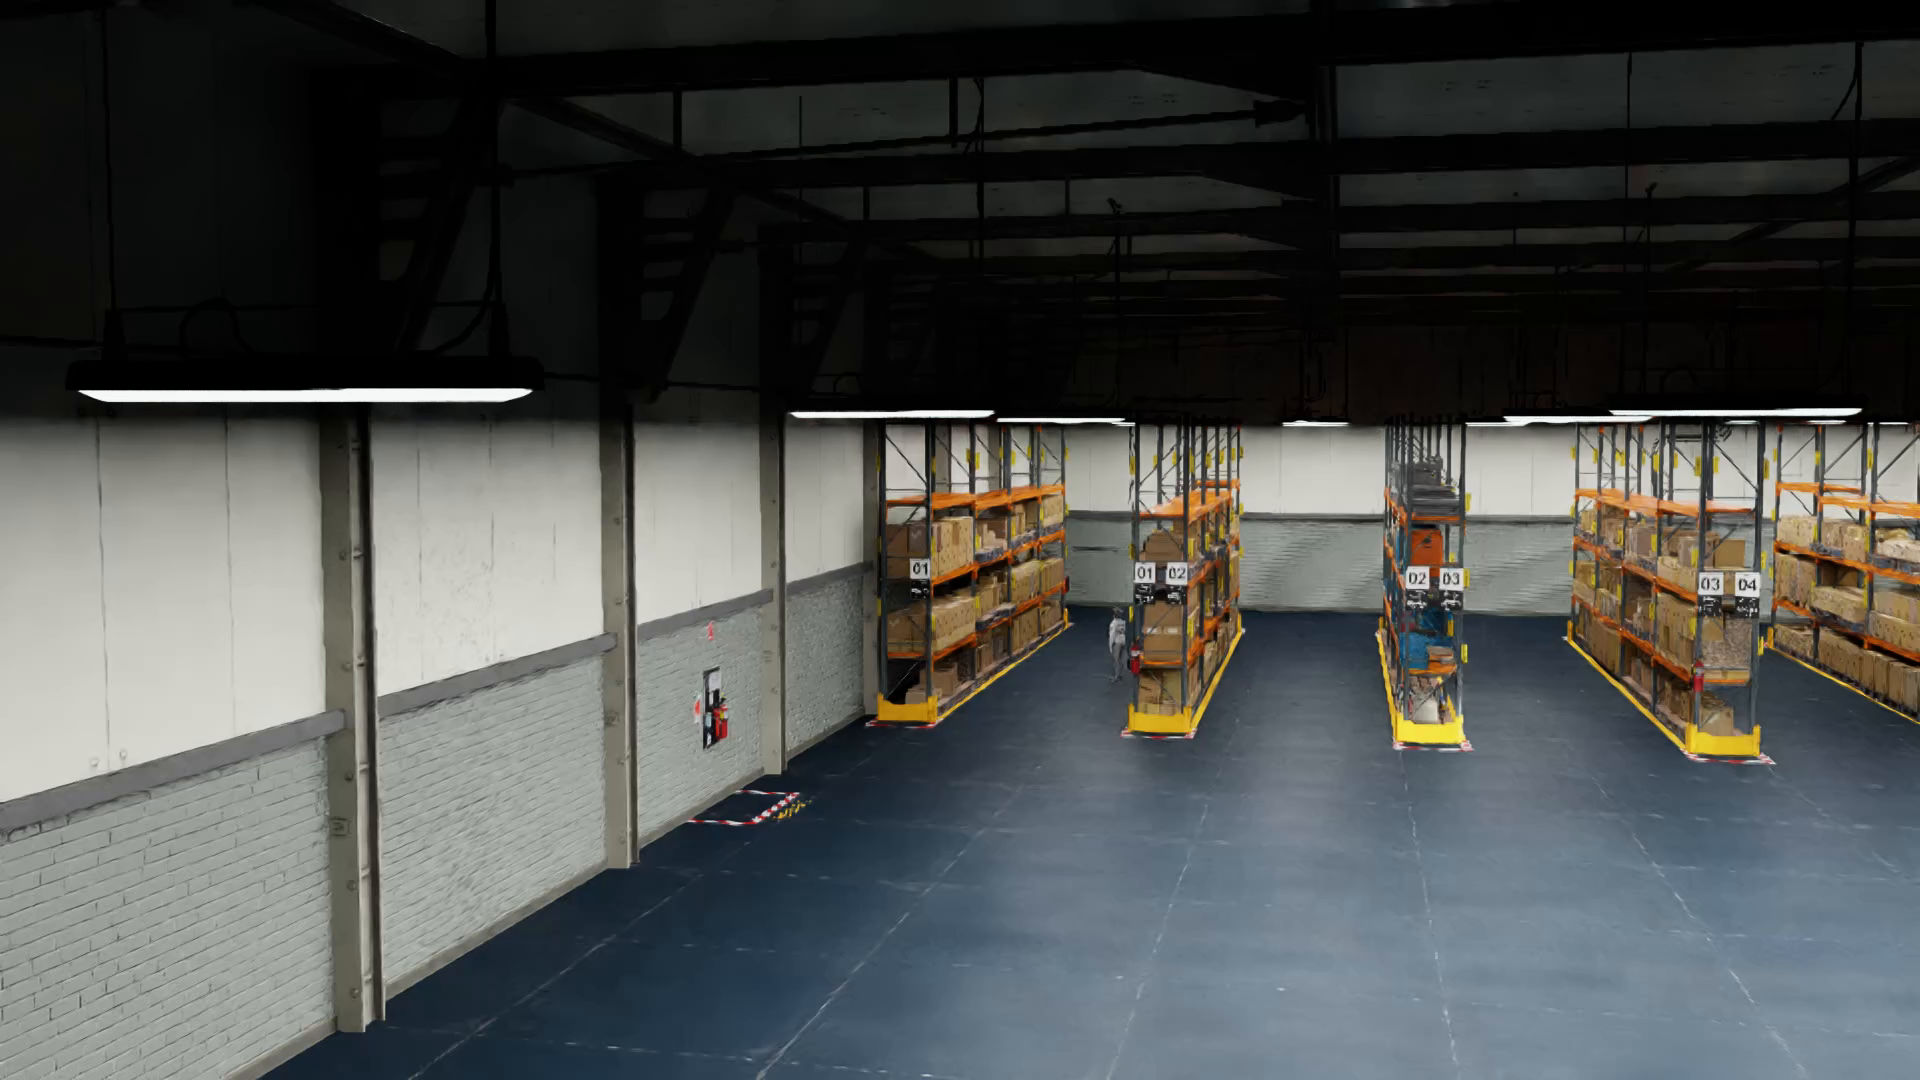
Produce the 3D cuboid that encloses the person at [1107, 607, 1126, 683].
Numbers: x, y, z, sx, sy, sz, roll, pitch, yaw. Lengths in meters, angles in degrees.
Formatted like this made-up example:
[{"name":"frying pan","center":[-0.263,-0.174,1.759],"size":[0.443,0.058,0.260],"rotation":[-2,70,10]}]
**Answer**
[{"name":"person","center":[3.486,2.352,37.303],"size":[0.463,1.677,0.524],"rotation":[4,5,44]}]
